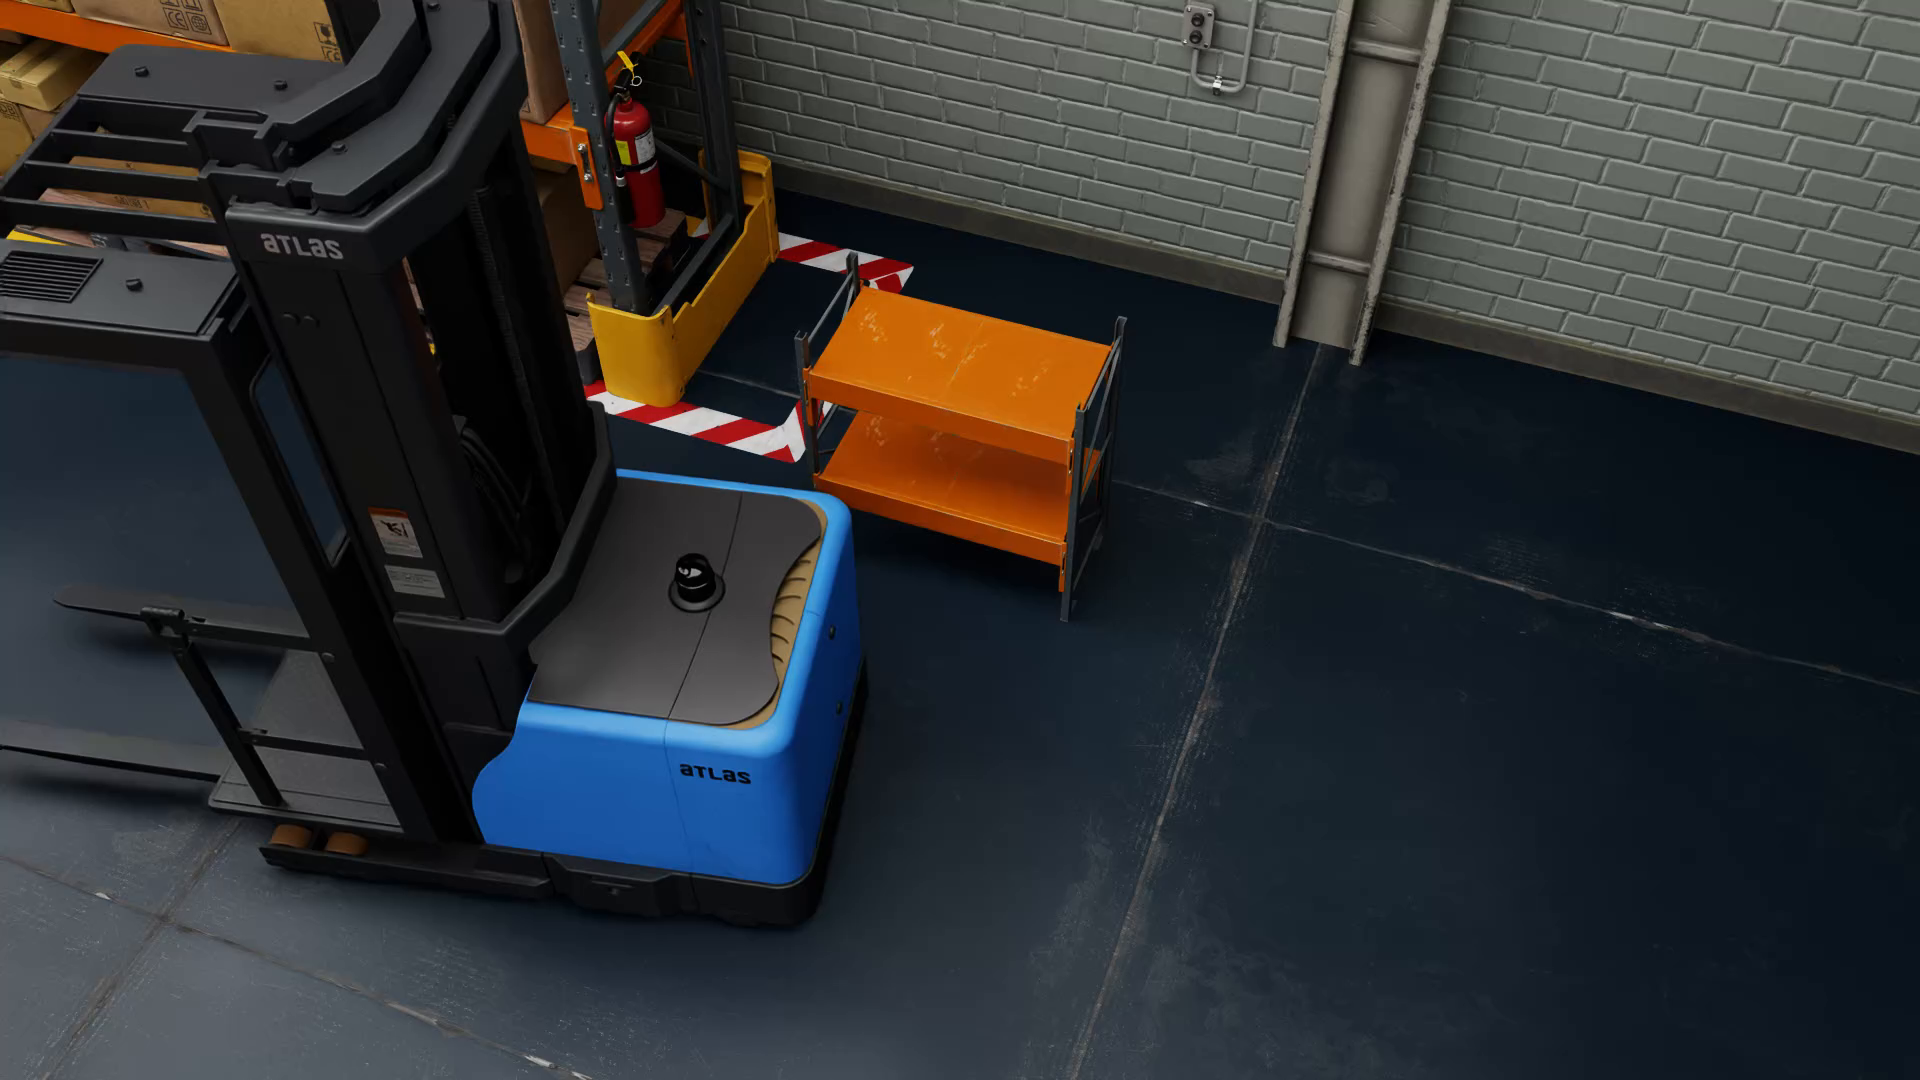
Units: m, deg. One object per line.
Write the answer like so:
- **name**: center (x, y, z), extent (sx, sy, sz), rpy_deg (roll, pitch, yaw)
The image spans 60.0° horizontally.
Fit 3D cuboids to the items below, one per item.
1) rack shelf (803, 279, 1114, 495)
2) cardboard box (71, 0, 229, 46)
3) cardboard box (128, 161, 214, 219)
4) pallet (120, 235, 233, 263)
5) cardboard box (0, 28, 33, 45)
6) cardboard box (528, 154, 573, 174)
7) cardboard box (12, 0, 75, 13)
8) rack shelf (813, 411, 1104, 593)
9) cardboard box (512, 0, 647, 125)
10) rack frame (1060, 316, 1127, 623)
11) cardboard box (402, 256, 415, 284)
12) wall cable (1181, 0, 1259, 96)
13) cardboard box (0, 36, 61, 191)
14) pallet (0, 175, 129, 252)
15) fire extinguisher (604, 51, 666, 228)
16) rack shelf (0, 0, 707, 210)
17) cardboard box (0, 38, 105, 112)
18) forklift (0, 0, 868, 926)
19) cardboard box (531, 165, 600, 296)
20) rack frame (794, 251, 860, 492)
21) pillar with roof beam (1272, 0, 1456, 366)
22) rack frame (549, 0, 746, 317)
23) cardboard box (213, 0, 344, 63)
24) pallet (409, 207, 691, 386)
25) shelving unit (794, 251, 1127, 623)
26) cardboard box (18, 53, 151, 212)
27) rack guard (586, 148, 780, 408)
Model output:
- **rack shelf**: center (0.006, -0.558, 5.969), extent (1.000, 0.278, 0.538), rpy_deg (16, 51, 13)
- **cardboard box**: center (-3.090, -2.611, 6.696), extent (0.700, 0.700, 0.980), rpy_deg (13, 50, 11)
- **cardboard box**: center (-3.345, -1.826, 7.590), extent (0.500, 0.500, 0.700), rpy_deg (17, 51, 14)
- **pallet**: center (-3.128, -1.559, 7.828), extent (1.213, 0.211, 1.003), rpy_deg (16, 51, 13)
- **cardboard box**: center (-4.363, -2.487, 7.734), extent (0.250, 0.149, 0.380), rpy_deg (15, 51, 13)
- **cardboard box**: center (-1.715, -1.750, 7.096), extent (0.250, 0.149, 0.380), rpy_deg (16, 51, 13)
- **cardboard box**: center (-3.776, -2.795, 6.855), extent (0.700, 0.700, 0.980), rpy_deg (14, 51, 12)
- **rack shelf**: center (0.006, -0.207, 6.375), extent (1.000, 0.278, 0.538), rpy_deg (16, 51, 13)
- **cardboard box**: center (-1.692, -2.222, 6.359), extent (0.700, 0.700, 0.980), rpy_deg (18, 51, 15)
- **rack frame**: center (0.483, -0.234, 6.075), extent (0.032, 1.125, 0.500), rpy_deg (16, 51, 13)
- **cardboard box**: center (-2.371, -1.560, 7.360), extent (0.500, 0.500, 0.700), rpy_deg (15, 51, 13)
- **wall cable**: center (0.319, -2.666, 6.270), extent (1.851, 1.984, 0.084), rpy_deg (16, 51, 13)
- **cardboard box**: center (-4.296, -2.096, 7.824), extent (0.500, 0.500, 0.700), rpy_deg (16, 51, 14)
- **pallet**: center (-4.276, -1.877, 8.104), extent (1.213, 0.211, 1.003), rpy_deg (16, 51, 13)
- **fire extinguisher**: center (-1.228, -1.484, 6.215), extent (0.183, 0.674, 0.296), rpy_deg (16, 51, 13)
- **rack shelf**: center (-3.086, -2.286, 7.089), extent (4.000, 0.370, 1.077), rpy_deg (16, 51, 13)
- **cardboard box**: center (-4.038, -2.089, 7.389), extent (0.250, 0.149, 0.380), rpy_deg (17, 51, 14)
- **forklift**: center (-1.896, -0.213, 4.861), extent (3.031, 2.935, 1.130), rpy_deg (7, 49, 6)
- **cardboard box**: center (-1.901, -1.429, 7.246), extent (0.500, 0.500, 0.700), rpy_deg (16, 51, 13)
- **rack frame**: center (-0.471, -0.500, 6.305), extent (0.032, 1.125, 0.500), rpy_deg (16, 51, 13)
- **pillar with roof beam**: center (0.131, -0.817, 1.370), extent (0.400, 9.000, 9.100), rpy_deg (16, 51, 13)
- **rack frame**: center (-1.210, -1.998, 6.363), extent (0.127, 3.000, 1.000), rpy_deg (16, 51, 13)
- **cardboard box**: center (-2.378, -2.405, 6.518), extent (0.700, 0.700, 0.980), rpy_deg (15, 51, 13)
- **pallet**: center (-1.987, -1.238, 7.550), extent (1.213, 0.211, 1.003), rpy_deg (16, 51, 13)
- **shelving unit**: center (0.006, -0.367, 6.190), extent (1.048, 1.125, 0.538), rpy_deg (16, 51, 13)
- **cardboard box**: center (-3.826, -1.962, 7.708), extent (0.500, 0.500, 0.700), rpy_deg (15, 51, 13)
- **rack guard**: center (-1.187, -1.173, 7.302), extent (0.348, 0.500, 1.175), rpy_deg (16, 51, 13)
